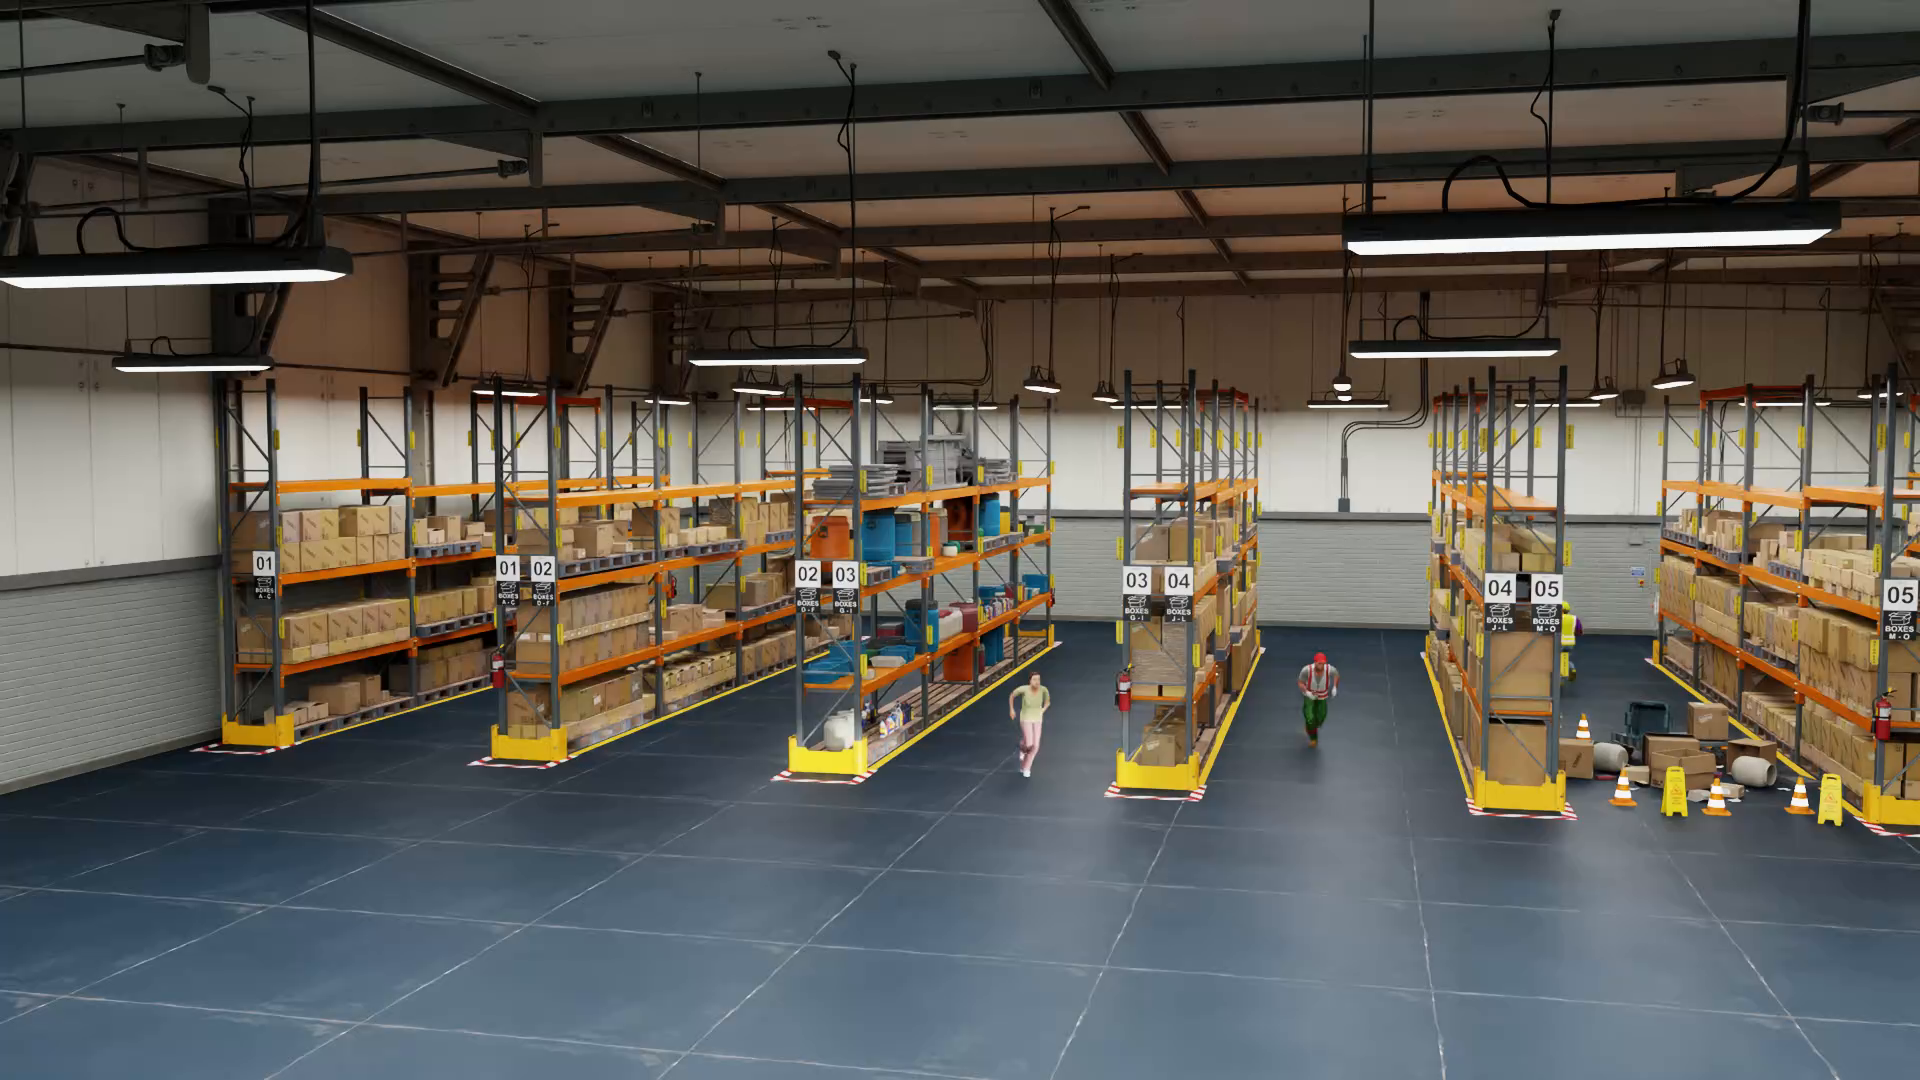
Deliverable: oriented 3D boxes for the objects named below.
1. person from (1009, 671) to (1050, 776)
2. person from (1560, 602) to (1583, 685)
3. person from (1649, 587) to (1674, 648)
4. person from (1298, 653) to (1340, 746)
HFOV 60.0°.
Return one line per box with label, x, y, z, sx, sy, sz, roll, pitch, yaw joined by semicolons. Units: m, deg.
person;1.057;2.730;24.798;0.571;1.597;0.675;-1;4;-18
person;12.244;2.131;33.676;0.708;1.764;0.825;0;3;1
person;16.870;1.748;39.821;0.654;1.731;0.654;-1;3;-9
person;5.828;2.594;27.098;0.649;1.585;0.898;0;3;2
